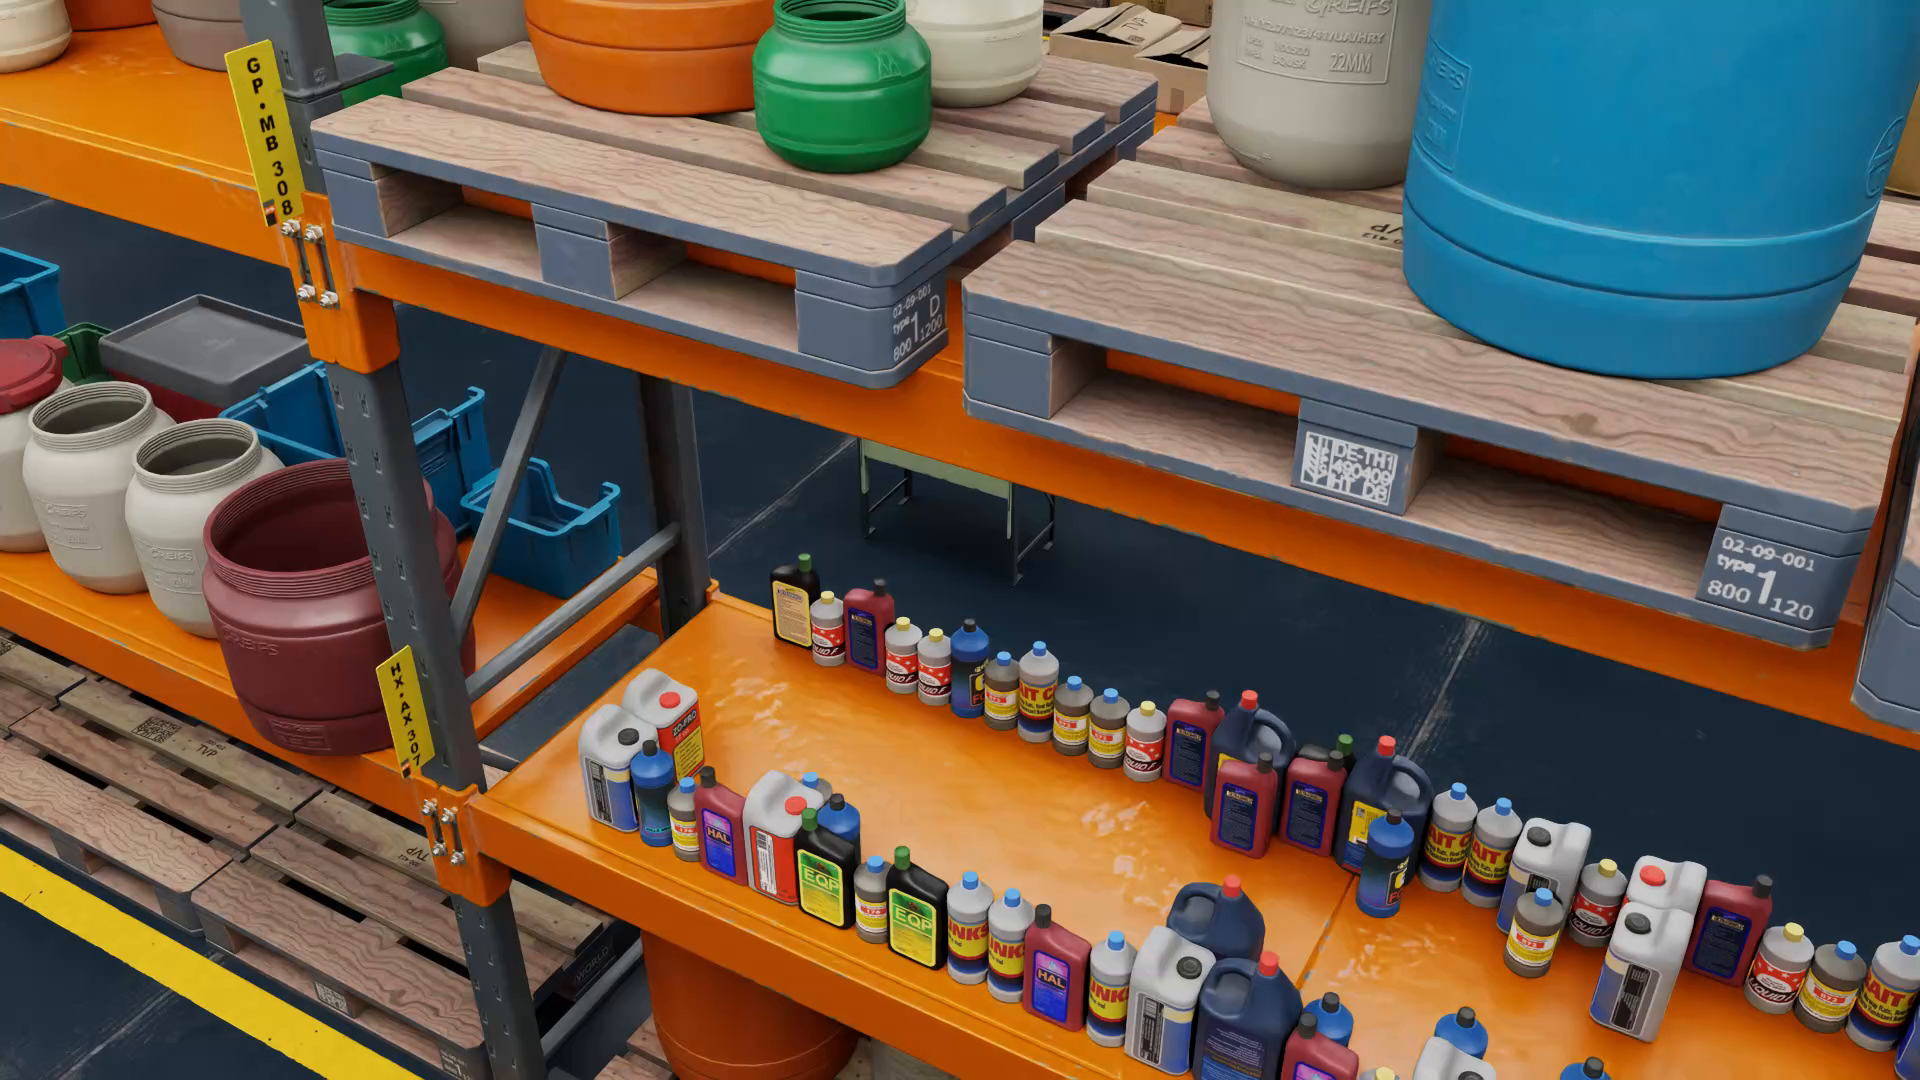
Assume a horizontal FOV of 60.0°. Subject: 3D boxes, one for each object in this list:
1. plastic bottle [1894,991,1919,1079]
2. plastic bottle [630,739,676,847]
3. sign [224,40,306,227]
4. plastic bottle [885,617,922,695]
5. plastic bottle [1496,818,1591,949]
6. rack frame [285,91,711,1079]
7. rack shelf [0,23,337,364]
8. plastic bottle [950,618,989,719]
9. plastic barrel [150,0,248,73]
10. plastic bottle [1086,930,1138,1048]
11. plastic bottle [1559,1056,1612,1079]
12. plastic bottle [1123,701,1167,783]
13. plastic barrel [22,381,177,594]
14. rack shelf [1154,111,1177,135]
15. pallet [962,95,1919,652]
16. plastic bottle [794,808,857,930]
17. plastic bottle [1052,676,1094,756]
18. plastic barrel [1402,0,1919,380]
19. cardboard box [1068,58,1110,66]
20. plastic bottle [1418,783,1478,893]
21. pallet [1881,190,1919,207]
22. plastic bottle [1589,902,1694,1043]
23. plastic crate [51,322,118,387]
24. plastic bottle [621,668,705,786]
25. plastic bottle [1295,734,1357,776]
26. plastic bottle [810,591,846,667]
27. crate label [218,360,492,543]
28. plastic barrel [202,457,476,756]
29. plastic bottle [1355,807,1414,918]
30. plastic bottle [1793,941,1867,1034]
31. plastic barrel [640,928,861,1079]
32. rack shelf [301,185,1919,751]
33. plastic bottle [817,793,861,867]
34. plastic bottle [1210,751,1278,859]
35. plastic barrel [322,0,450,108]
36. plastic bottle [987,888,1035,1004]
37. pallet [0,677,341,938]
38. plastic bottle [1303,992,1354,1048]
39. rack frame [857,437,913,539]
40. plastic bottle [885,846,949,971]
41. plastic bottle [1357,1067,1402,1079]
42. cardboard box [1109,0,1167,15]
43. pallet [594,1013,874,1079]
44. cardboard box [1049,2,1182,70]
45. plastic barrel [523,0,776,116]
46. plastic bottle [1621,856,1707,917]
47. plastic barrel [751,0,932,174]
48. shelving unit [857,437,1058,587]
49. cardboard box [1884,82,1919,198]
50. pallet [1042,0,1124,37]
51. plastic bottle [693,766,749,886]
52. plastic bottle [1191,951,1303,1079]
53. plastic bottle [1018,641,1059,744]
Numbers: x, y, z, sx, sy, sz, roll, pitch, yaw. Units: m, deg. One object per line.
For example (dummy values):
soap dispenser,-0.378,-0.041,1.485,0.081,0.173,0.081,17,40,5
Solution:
plastic bottle,1.943,0.937,3.248,0.135,0.276,0.152,18,37,24
plastic bottle,-0.697,0.570,3.804,0.097,0.271,0.097,0,34,0
sign,-1.266,-0.741,3.045,0.005,0.325,0.100,18,37,24
plastic bottle,-0.145,0.290,4.288,0.097,0.201,0.097,0,34,0
plastic bottle,1.256,0.720,3.575,0.135,0.276,0.152,18,37,24
rack frame,-0.999,0.197,4.248,0.127,3.000,1.000,18,37,24
rack shelf,-2.736,-1.302,4.442,4.000,0.370,1.077,18,37,24
plastic bottle,0.024,0.314,4.188,0.097,0.271,0.097,0,34,0
plastic barrel,-1.604,-1.590,3.774,0.600,0.901,0.600,0,34,0
plastic bottle,0.306,0.888,3.327,0.097,0.271,0.097,0,34,0
plastic bottle,1.145,1.056,3.073,0.097,0.271,0.097,0,34,0
plastic bottle,0.447,0.477,4.007,0.097,0.201,0.097,0,34,0
plastic barrel,-2.364,-0.145,4.661,0.421,0.512,0.421,0,34,0
rack shelf,-0.275,-2.436,8.851,4.000,0.370,1.077,18,37,24
pallet,0.759,-0.352,2.536,1.213,0.211,1.003,18,37,24
plastic bottle,-0.288,0.706,3.588,0.133,0.283,0.061,18,37,24
plastic bottle,0.278,0.424,4.087,0.097,0.201,0.097,0,34,0
plastic barrel,0.916,-0.731,2.103,0.708,0.901,0.600,18,37,24
cardboard box,0.544,-2.195,8.067,0.250,0.149,0.380,18,37,24
plastic bottle,1.084,0.650,3.684,0.097,0.271,0.097,0,34,0
pallet,4.295,-1.278,6.636,1.213,0.211,1.003,18,37,24
plastic bottle,1.382,0.857,3.369,0.135,0.276,0.152,18,37,24
plastic crate,-2.820,-0.472,5.443,0.662,0.188,0.450,18,37,24
plastic bottle,-0.708,0.450,3.980,0.135,0.276,0.152,18,37,24
plastic bottle,0.832,0.553,3.818,0.133,0.283,0.061,18,37,24
plastic bottle,-0.345,0.226,4.383,0.097,0.201,0.097,0,34,0
crate label,-1.728,-0.221,4.844,0.616,0.435,0.502,18,37,24
plastic barrel,-1.552,0.159,4.183,0.708,0.536,0.600,18,37,24
plastic bottle,0.928,0.692,3.620,0.097,0.271,0.097,0,34,0
plastic bottle,1.772,0.897,3.376,0.097,0.201,0.097,0,34,0
plastic barrel,-0.566,1.052,4.543,0.708,0.830,0.600,18,37,24
rack shelf,0.737,-0.202,2.790,4.000,0.370,1.077,18,37,24
plastic bottle,-0.265,0.668,3.656,0.097,0.271,0.097,0,34,0
plastic bottle,0.645,0.586,3.769,0.133,0.283,0.061,18,37,24
plastic barrel,-1.239,-1.030,3.524,0.294,0.245,0.294,0,34,0
plastic bottle,0.106,0.824,3.422,0.097,0.271,0.097,0,34,0
pallet,-2.708,0.790,5.873,1.213,0.211,1.003,18,37,24
plastic bottle,0.698,0.973,3.198,0.097,0.271,0.097,0,34,0
rack frame,-0.324,-0.727,6.988,0.023,1.500,0.400,18,37,24
plastic bottle,-0.088,0.770,3.493,0.133,0.283,0.061,18,37,24
plastic bottle,0.784,1.068,3.119,0.097,0.201,0.097,0,34,0
cardboard box,1.565,-4.501,13.161,0.500,0.500,0.700,17,37,23
pallet,-0.294,1.554,4.725,1.213,0.211,1.003,18,37,24
cardboard box,0.781,-2.488,8.360,0.500,0.311,0.500,17,37,24
plastic barrel,-0.508,-1.247,2.944,0.708,0.830,0.600,18,37,24
plastic bottle,1.457,0.783,3.479,0.135,0.276,0.152,18,37,24
plastic barrel,-0.193,-0.760,2.739,0.294,0.245,0.294,0,34,0
shelving unit,-0.006,-0.626,6.837,0.755,1.500,0.431,18,37,24
cardboard box,4.006,-1.698,6.625,0.500,0.500,0.700,24,41,32
pallet,1.120,-4.296,13.512,1.213,0.211,1.003,18,37,24
plastic bottle,-0.521,0.632,3.699,0.133,0.283,0.061,18,37,24
plastic bottle,0.557,0.919,3.208,0.185,0.351,0.144,18,37,24
plastic bottle,0.193,0.368,4.108,0.097,0.271,0.097,0,34,0
